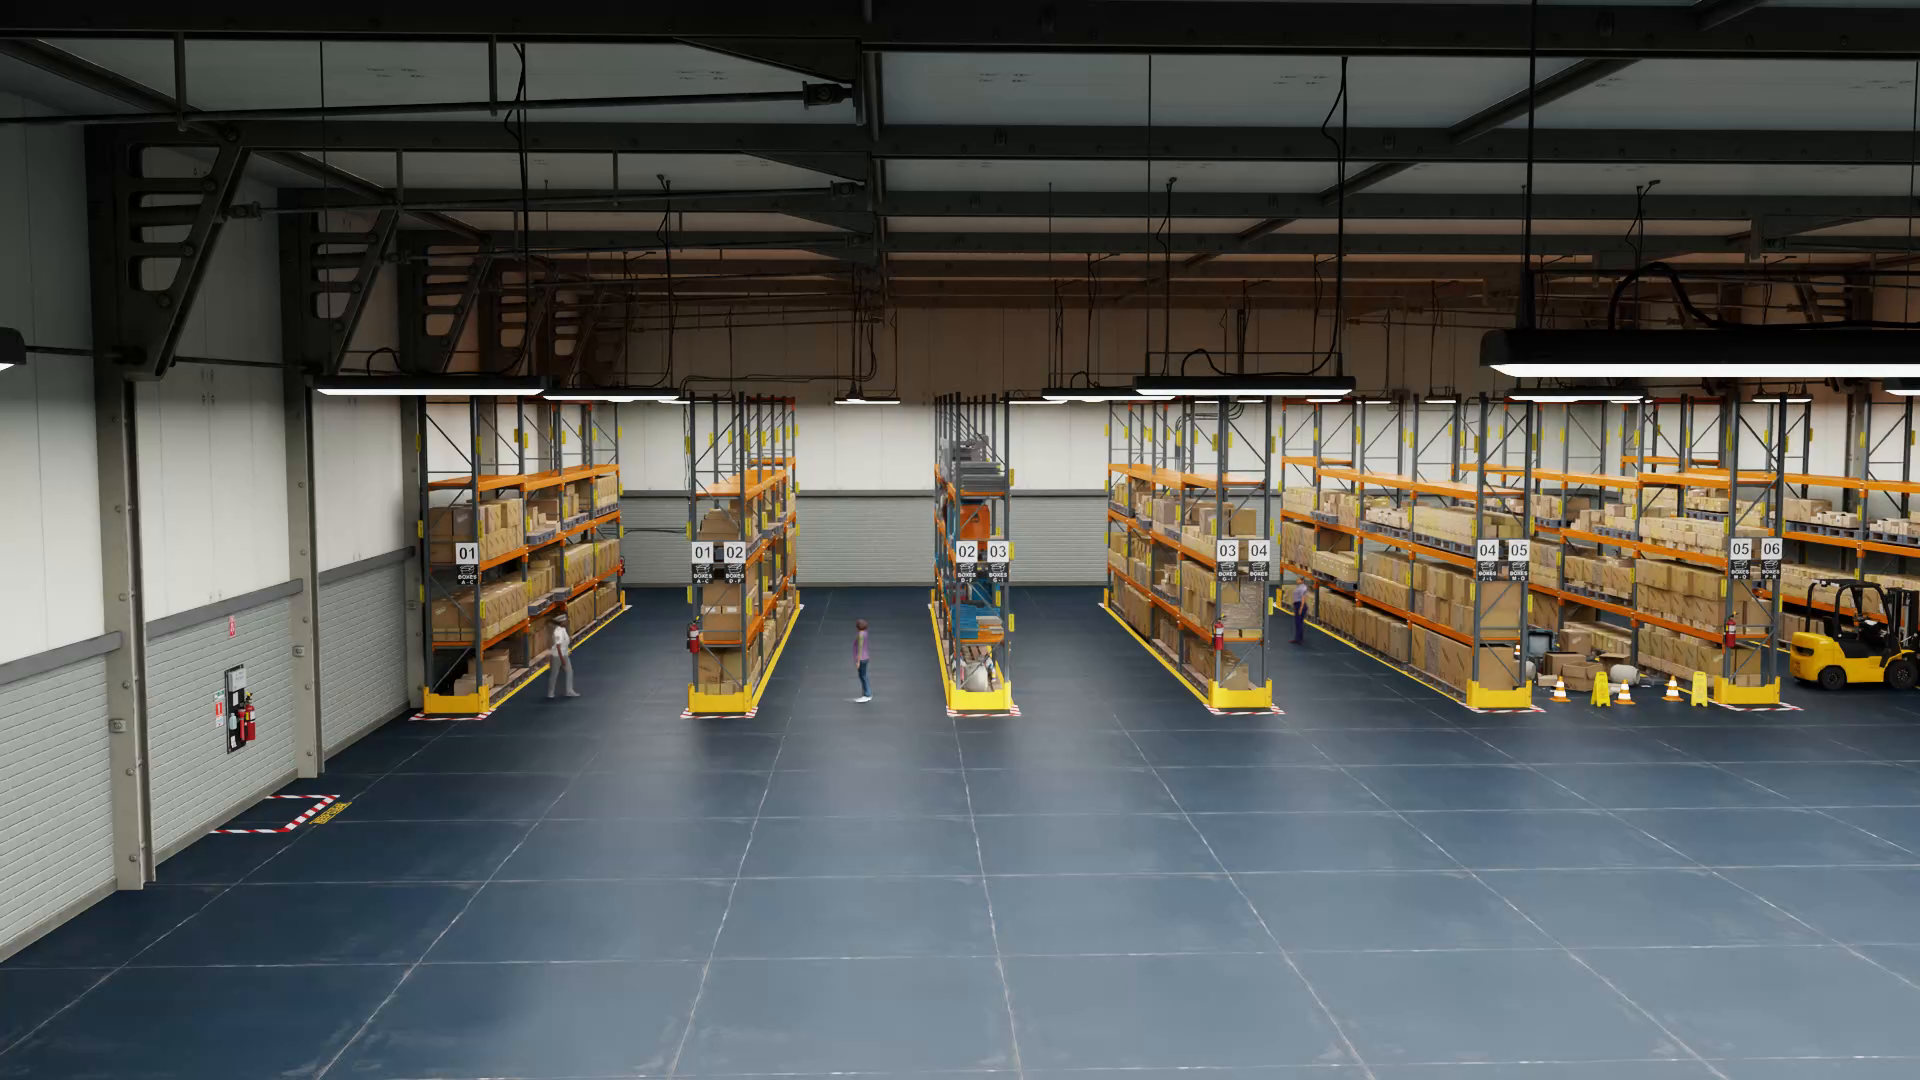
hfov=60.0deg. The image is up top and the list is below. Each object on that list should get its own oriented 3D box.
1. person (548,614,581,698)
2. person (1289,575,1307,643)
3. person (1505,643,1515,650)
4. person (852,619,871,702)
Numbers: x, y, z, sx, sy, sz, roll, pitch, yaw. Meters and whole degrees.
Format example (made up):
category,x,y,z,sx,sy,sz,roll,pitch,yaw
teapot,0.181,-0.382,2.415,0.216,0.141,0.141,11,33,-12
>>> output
category,x,y,z,sx,sy,sz,roll,pitch,yaw
person,-7.856,2.278,32.690,0.617,1.664,0.501,2,5,20
person,8.204,1.672,40.395,0.417,1.654,0.555,0,5,4
person,12.795,1.814,38.710,0.447,1.703,0.562,3,5,30
person,-1.906,2.349,32.281,0.368,1.632,0.544,0,5,1
